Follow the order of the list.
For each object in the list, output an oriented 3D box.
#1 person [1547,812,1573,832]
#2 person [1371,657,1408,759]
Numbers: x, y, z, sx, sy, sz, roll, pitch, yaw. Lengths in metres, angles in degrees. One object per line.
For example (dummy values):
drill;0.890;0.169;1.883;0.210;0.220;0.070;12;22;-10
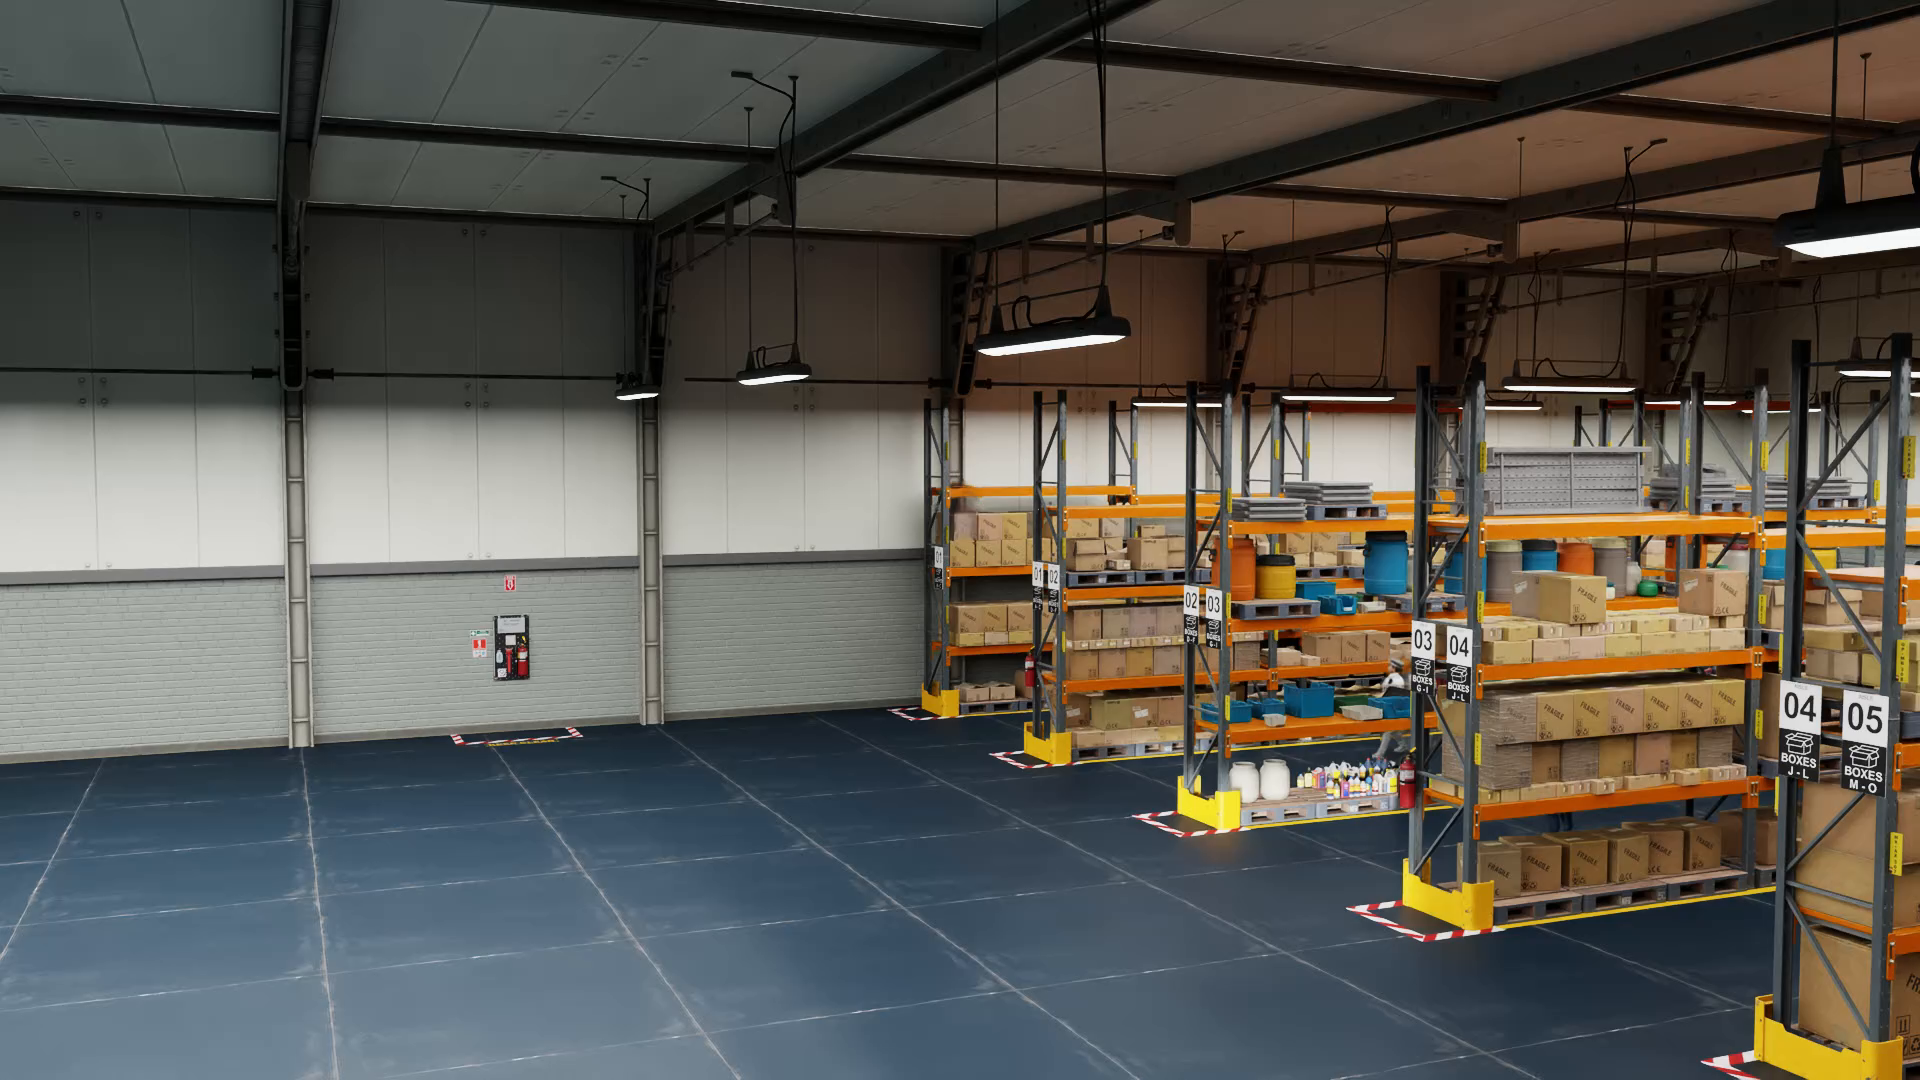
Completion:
person;7.446;3.151;20.607;0.423;1.596;0.415;-1;4;-20
person;7.043;2.732;27.241;0.977;1.643;0.597;-2;4;-30
